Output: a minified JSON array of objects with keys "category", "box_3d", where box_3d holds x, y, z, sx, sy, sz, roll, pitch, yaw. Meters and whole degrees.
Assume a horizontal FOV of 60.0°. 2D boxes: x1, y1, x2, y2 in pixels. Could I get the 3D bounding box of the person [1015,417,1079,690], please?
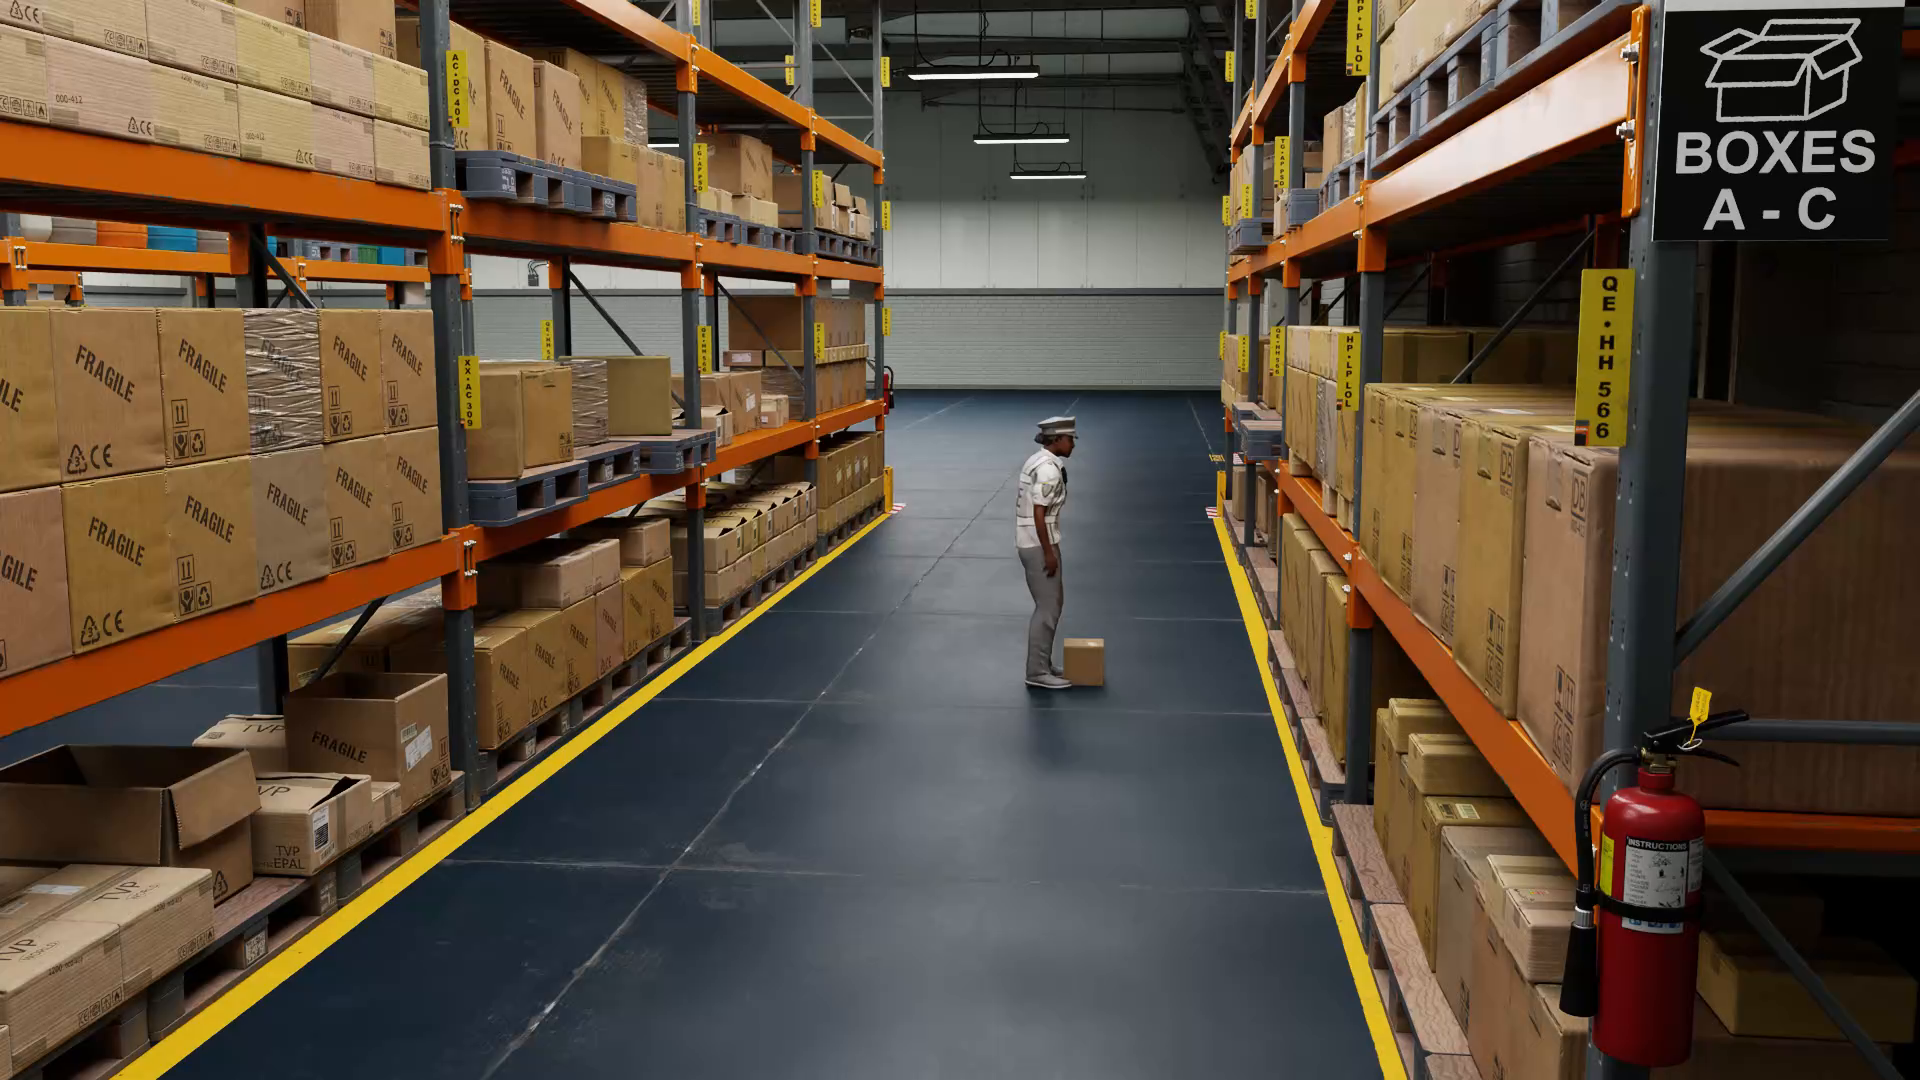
[{"category":"person","box_3d":[0.535,0.065,10.327,0.395,1.658,0.524,0,8,3]}]
